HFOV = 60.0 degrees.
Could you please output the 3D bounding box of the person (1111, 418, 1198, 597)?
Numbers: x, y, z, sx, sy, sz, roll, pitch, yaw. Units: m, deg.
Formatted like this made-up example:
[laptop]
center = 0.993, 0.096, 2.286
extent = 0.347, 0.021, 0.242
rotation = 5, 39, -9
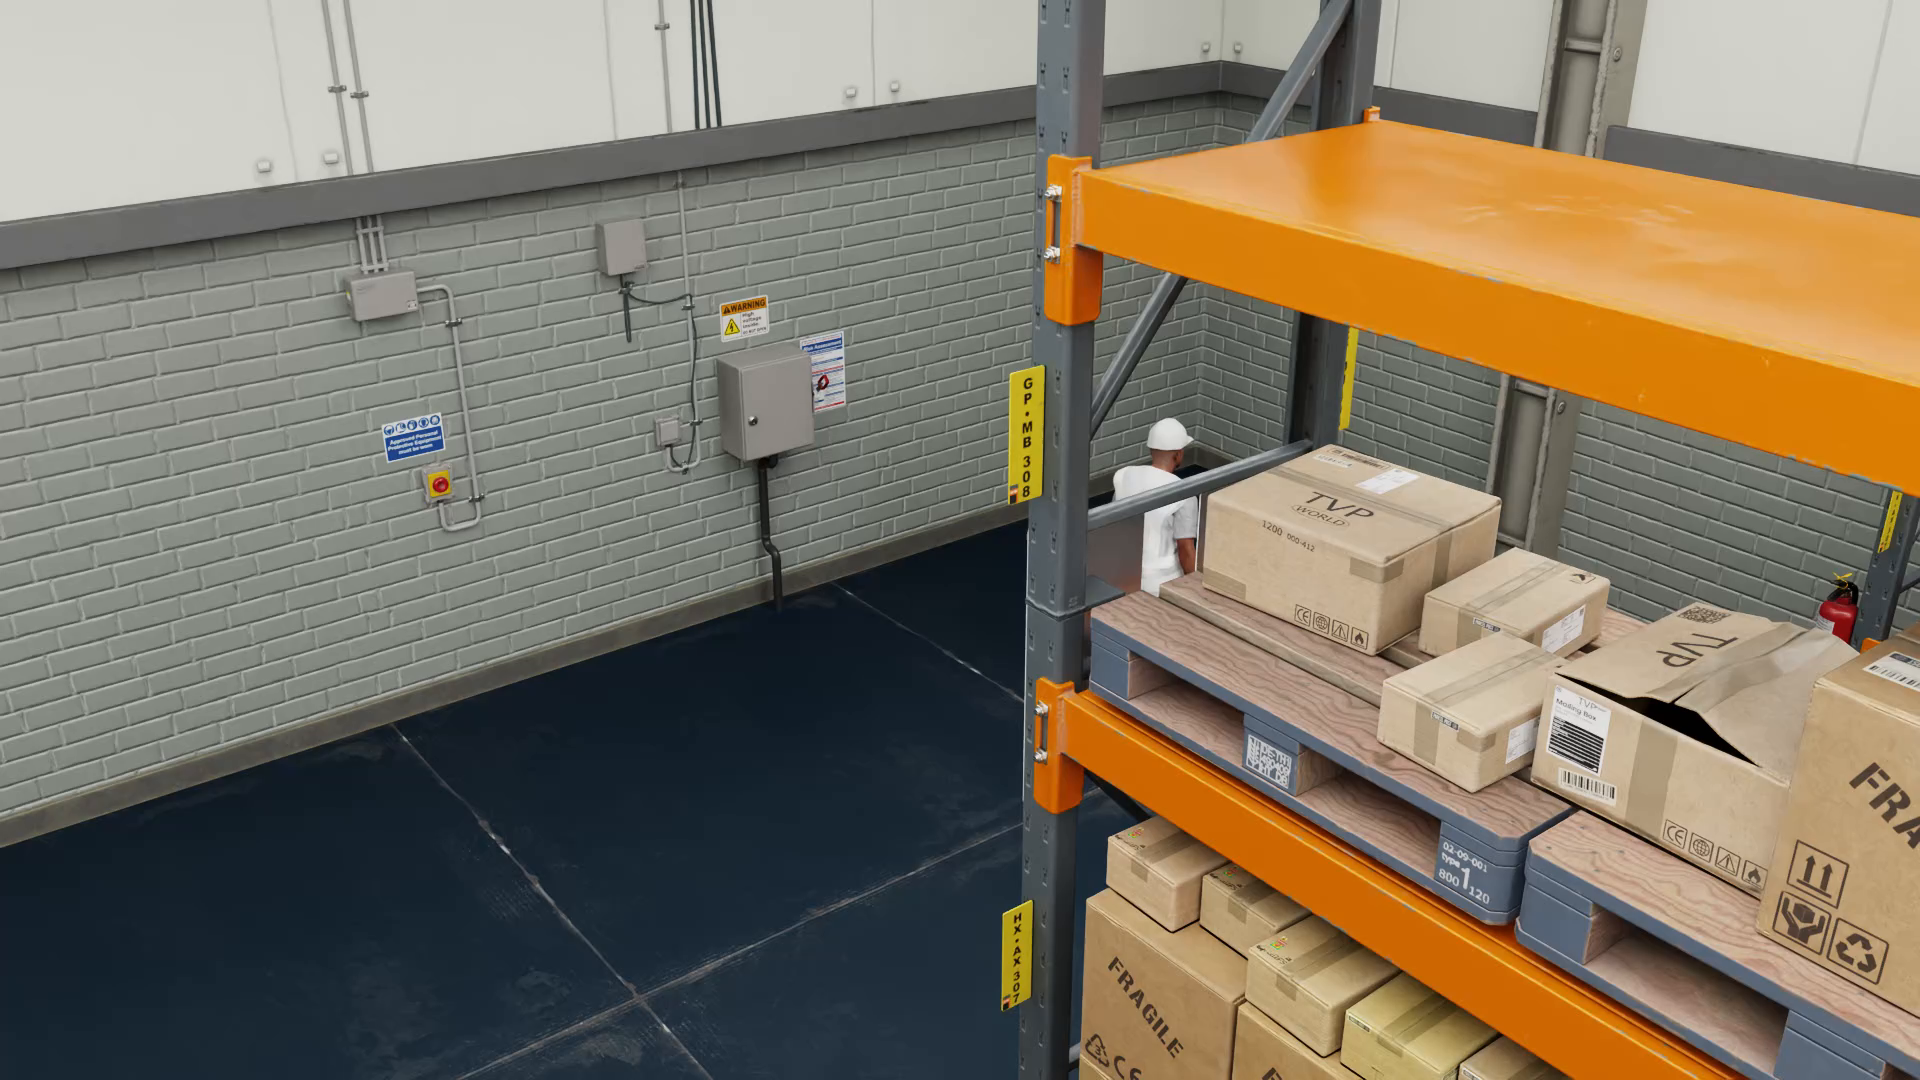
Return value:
[person]
center = 1.081, 0.191, 9.174
extent = 0.451, 1.773, 0.625
rotation = -20, 31, -37
